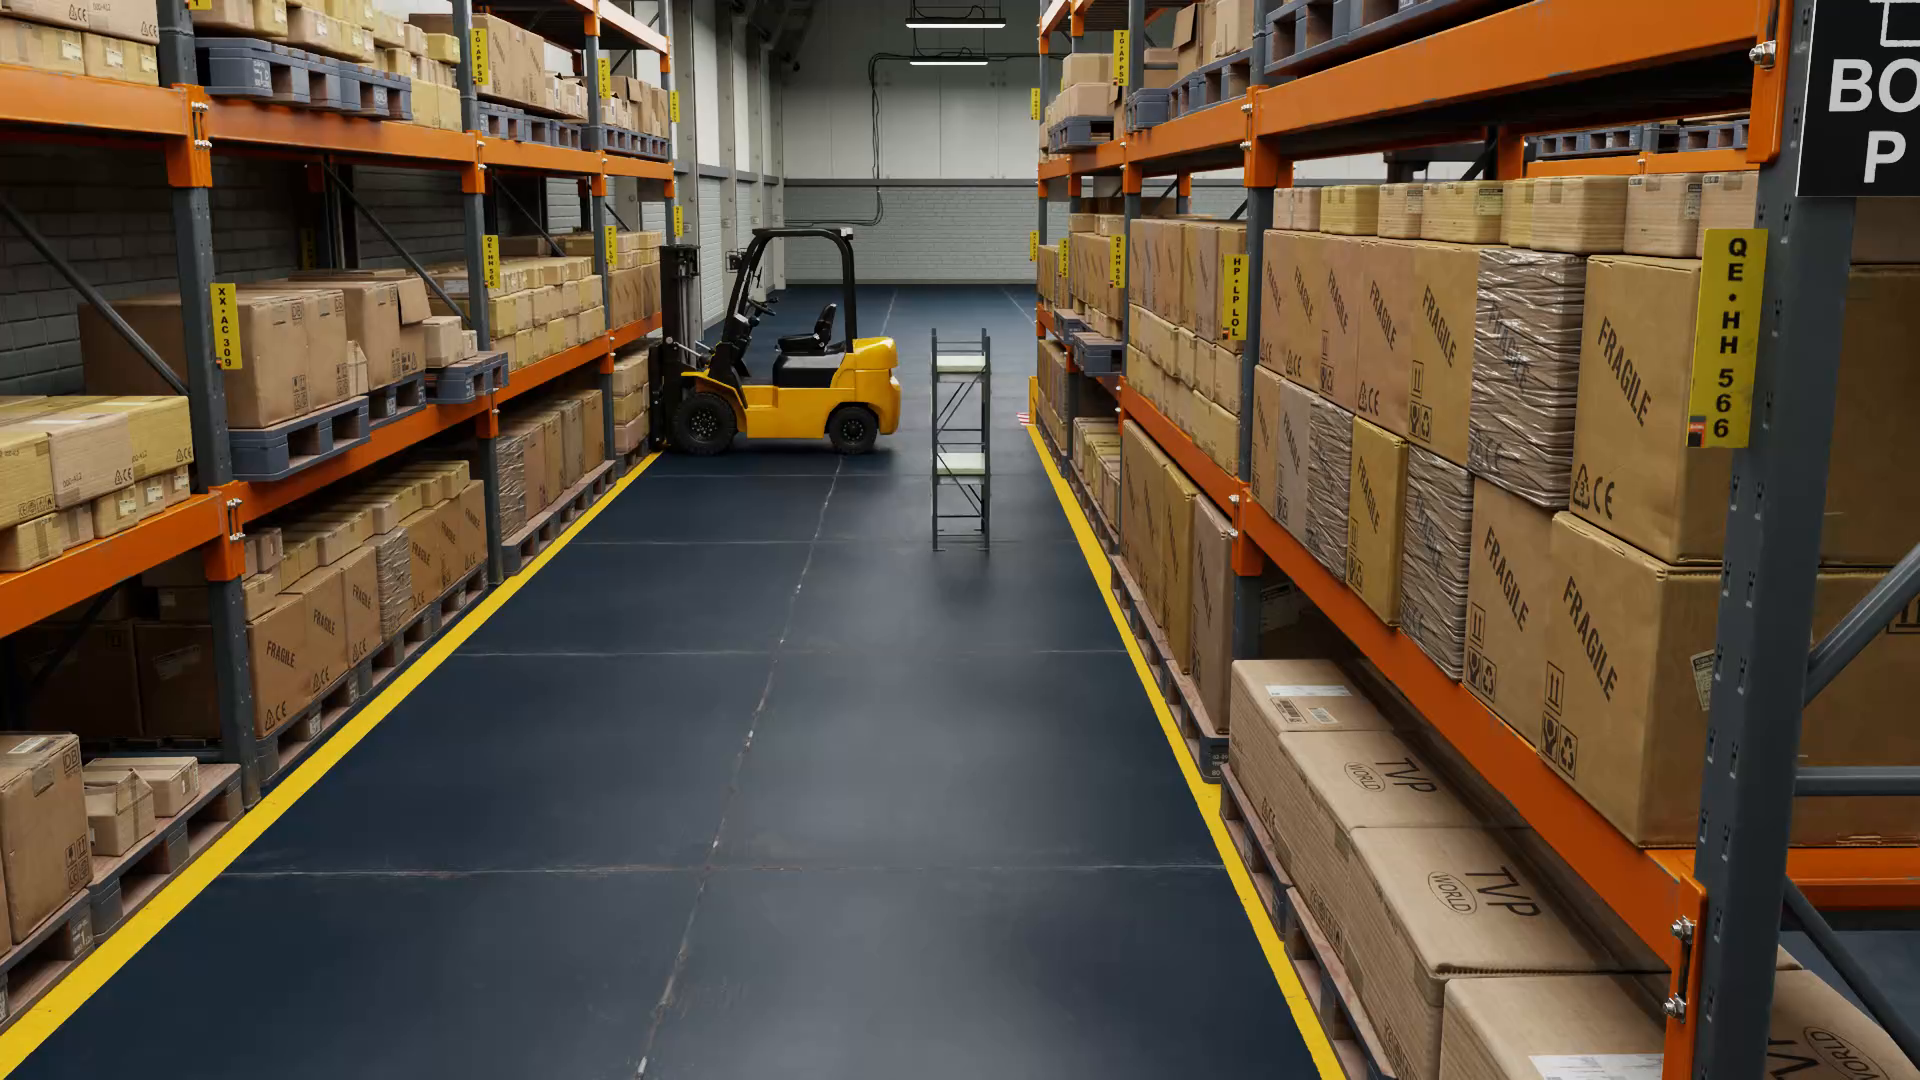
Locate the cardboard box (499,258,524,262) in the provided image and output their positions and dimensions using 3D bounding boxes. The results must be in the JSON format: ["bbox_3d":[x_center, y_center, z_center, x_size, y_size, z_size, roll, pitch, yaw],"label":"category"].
[{"bbox_3d":[-3.774,-2.222,13.584,0.380,0.149,0.250,-1,11,-3],"label":"cardboard box"}]

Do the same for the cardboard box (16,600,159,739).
[{"bbox_3d":[-3.661,0.534,7.114,0.500,0.500,0.500,0,11,-1],"label":"cardboard box"}]

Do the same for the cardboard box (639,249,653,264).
[{"bbox_3d":[-3.265,-2.819,16.525,0.380,0.149,0.250,0,11,-1],"label":"cardboard box"}]

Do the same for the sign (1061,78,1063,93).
[{"bbox_3d":[0.900,-3.720,14.007,0.100,0.325,0.005,0,11,-1],"label":"sign"}]

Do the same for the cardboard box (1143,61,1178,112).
[{"bbox_3d":[1.515,-2.913,11.076,0.700,0.500,0.500,0,11,-1],"label":"cardboard box"}]

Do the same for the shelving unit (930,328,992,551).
[{"bbox_3d":[0.000,-0.736,11.917,0.431,1.500,0.755,0,11,-1],"label":"shelving unit"}]

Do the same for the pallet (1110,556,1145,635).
[{"bbox_3d":[1.466,0.318,9.959,1.003,0.211,1.213,0,11,-1],"label":"pallet"}]

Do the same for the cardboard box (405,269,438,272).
[{"bbox_3d":[-3.783,-1.767,11.340,0.380,0.149,0.250,0,11,-2],"label":"cardboard box"}]

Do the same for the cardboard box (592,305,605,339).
[{"bbox_3d":[-3.248,-1.807,13.797,0.500,0.250,0.500,0,11,0],"label":"cardboard box"}]

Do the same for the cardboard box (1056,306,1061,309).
[{"bbox_3d":[1.107,-2.142,15.704,0.380,0.149,0.250,0,11,-2],"label":"cardboard box"}]

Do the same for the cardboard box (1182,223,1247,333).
[{"bbox_3d":[1.338,-1.241,7.864,0.500,0.500,0.500,0,11,1],"label":"cardboard box"}]

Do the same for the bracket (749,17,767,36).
[{"bbox_3d":[-4.569,-11.514,37.127,0.076,0.066,4.783,0,11,-1],"label":"bracket"}]

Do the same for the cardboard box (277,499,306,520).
[{"bbox_3d":[-3.658,-0.121,8.711,0.380,0.149,0.250,0,11,-1],"label":"cardboard box"}]

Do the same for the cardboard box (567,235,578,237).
[{"bbox_3d":[-3.823,-2.809,15.729,0.380,0.149,0.250,0,11,-2],"label":"cardboard box"}]

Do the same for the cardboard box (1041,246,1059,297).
[{"bbox_3d":[1.106,-2.792,17.278,0.500,0.500,0.500,0,11,1],"label":"cardboard box"}]

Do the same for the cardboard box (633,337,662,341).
[{"bbox_3d":[-3.282,-2.032,17.878,0.500,0.250,0.500,0,11,1],"label":"cardboard box"}]

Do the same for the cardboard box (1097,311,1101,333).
[{"bbox_3d":[1.158,-1.505,11.509,0.380,0.149,0.250,-1,11,-4],"label":"cardboard box"}]

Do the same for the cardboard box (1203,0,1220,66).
[{"bbox_3d":[1.735,-2.734,9.140,0.700,0.500,0.500,-1,11,-4],"label":"cardboard box"}]

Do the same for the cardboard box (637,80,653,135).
[{"bbox_3d":[-3.429,-4.257,16.396,0.700,0.500,0.500,0,11,-1],"label":"cardboard box"}]

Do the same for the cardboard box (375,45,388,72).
[{"bbox_3d":[-3.220,-2.504,8.686,0.380,0.149,0.250,0,11,-1],"label":"cardboard box"}]

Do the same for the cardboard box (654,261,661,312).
[{"bbox_3d":[-3.329,-2.623,17.195,0.500,0.500,0.500,0,11,1],"label":"cardboard box"}]

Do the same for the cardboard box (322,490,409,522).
[{"bbox_3d":[-3.210,-0.177,8.985,0.380,0.149,0.250,0,11,-2],"label":"cardboard box"}]

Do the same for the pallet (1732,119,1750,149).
[{"bbox_3d":[6.379,-2.973,12.101,1.003,0.211,1.213,0,11,1],"label":"pallet"}]

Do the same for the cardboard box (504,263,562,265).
[{"bbox_3d":[-3.235,-2.025,12.615,0.380,0.149,0.250,0,11,-1],"label":"cardboard box"}]

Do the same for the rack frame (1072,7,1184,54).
[{"bbox_3d":[1.442,-4.941,13.779,1.000,3.000,0.127,0,11,-1],"label":"rack frame"}]

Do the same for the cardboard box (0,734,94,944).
[{"bbox_3d":[-3.190,0.927,5.176,0.700,0.500,0.500,-1,11,-3],"label":"cardboard box"}]

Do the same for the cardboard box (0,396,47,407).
[{"bbox_3d":[-3.615,-0.362,5.927,0.500,0.250,0.500,0,11,-2],"label":"cardboard box"}]

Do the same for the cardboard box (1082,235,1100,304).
[{"bbox_3d":[1.194,-2.007,12.350,0.500,0.500,0.500,-1,11,-3],"label":"cardboard box"}]

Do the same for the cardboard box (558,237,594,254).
[{"bbox_3d":[-3.344,-2.608,14.739,0.380,0.149,0.250,0,11,0],"label":"cardboard box"}]

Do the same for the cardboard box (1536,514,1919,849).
[{"bbox_3d":[1.416,0.241,3.074,0.500,0.500,0.500,0,11,-1],"label":"cardboard box"}]

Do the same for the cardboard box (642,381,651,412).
[{"bbox_3d":[-3.233,-1.380,15.919,0.500,0.250,0.500,0,11,-2],"label":"cardboard box"}]

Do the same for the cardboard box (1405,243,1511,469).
[{"bbox_3d":[1.395,-0.451,3.971,0.500,0.500,0.500,0,11,-1],"label":"cardboard box"}]

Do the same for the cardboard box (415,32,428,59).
[{"bbox_3d":[-3.235,-2.802,9.408,0.380,0.149,0.250,-1,11,-3],"label":"cardboard box"}]

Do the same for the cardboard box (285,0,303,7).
[{"bbox_3d":[-2.962,-2.301,6.889,0.380,0.149,0.250,0,11,-2],"label":"cardboard box"}]

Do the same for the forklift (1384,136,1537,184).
[{"bbox_3d":[3.333,-1.462,11.893,1.130,2.935,3.031,0,11,1],"label":"forklift"}]

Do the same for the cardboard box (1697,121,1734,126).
[{"bbox_3d":[6.722,-3.716,14.613,0.380,0.149,0.250,0,11,-2],"label":"cardboard box"}]

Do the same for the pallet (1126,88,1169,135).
[{"bbox_3d":[1.591,-2.455,9.546,1.213,0.211,1.003,0,11,1],"label":"pallet"}]

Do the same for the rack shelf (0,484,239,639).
[{"bbox_3d":[-3.314,0.361,4.544,1.077,0.370,4.000,0,11,-1],"label":"rack shelf"}]

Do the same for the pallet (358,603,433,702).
[{"bbox_3d":[-3.438,0.573,8.704,1.003,0.211,1.213,0,11,-1],"label":"pallet"}]

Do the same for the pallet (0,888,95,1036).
[{"bbox_3d":[-3.314,1.357,4.838,1.003,0.211,1.213,0,11,-1],"label":"pallet"}]

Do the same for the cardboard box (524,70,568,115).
[{"bbox_3d":[-3.246,-3.365,12.473,0.500,0.311,0.500,-1,11,-3],"label":"cardboard box"}]

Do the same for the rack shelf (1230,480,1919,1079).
[{"bbox_3d":[1.649,0.340,4.648,1.077,0.370,4.000,0,11,-1],"label":"rack shelf"}]

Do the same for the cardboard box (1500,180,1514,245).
[{"bbox_3d":[1.465,-0.746,3.796,0.380,0.149,0.250,0,11,-2],"label":"cardboard box"}]

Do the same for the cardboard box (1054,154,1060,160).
[{"bbox_3d":[1.119,-3.766,16.166,0.380,0.149,0.250,-1,11,-3],"label":"cardboard box"}]

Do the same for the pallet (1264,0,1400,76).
[{"bbox_3d":[1.614,-1.674,5.445,1.003,0.211,1.213,0,11,-1],"label":"pallet"}]

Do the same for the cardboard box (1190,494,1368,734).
[{"bbox_3d":[1.515,0.302,7.312,0.875,0.875,0.875,0,11,1],"label":"cardboard box"}]

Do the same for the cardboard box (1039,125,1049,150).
[{"bbox_3d":[1.104,-4.237,17.483,0.500,0.250,0.500,0,11,-2],"label":"cardboard box"}]

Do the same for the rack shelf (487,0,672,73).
[{"bbox_3d":[-3.562,-4.768,15.745,1.077,0.370,4.000,0,11,-1],"label":"rack shelf"}]

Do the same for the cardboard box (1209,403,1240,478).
[{"bbox_3d":[1.346,-0.425,6.986,0.500,0.250,0.500,-1,11,-3],"label":"cardboard box"}]

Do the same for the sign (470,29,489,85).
[{"bbox_3d":[-2.895,-2.909,10.011,0.100,0.325,0.005,0,11,-1],"label":"sign"}]

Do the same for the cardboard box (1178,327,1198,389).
[{"bbox_3d":[1.321,-0.871,7.926,0.500,0.250,0.500,0,11,0],"label":"cardboard box"}]

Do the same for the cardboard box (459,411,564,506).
[{"bbox_3d":[-3.472,-0.614,12.457,0.875,0.625,0.625,-1,11,-4],"label":"cardboard box"}]

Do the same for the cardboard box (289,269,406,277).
[{"bbox_3d":[-3.583,-1.336,9.792,0.500,0.500,0.500,0,11,2],"label":"cardboard box"}]

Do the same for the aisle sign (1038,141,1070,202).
[{"bbox_3d":[1.048,-4.081,18.090,0.394,0.787,0.004,0,11,-1],"label":"aisle sign"}]

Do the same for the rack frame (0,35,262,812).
[{"bbox_3d":[-3.355,-0.389,6.432,1.000,3.000,0.127,0,11,-1],"label":"rack frame"}]
